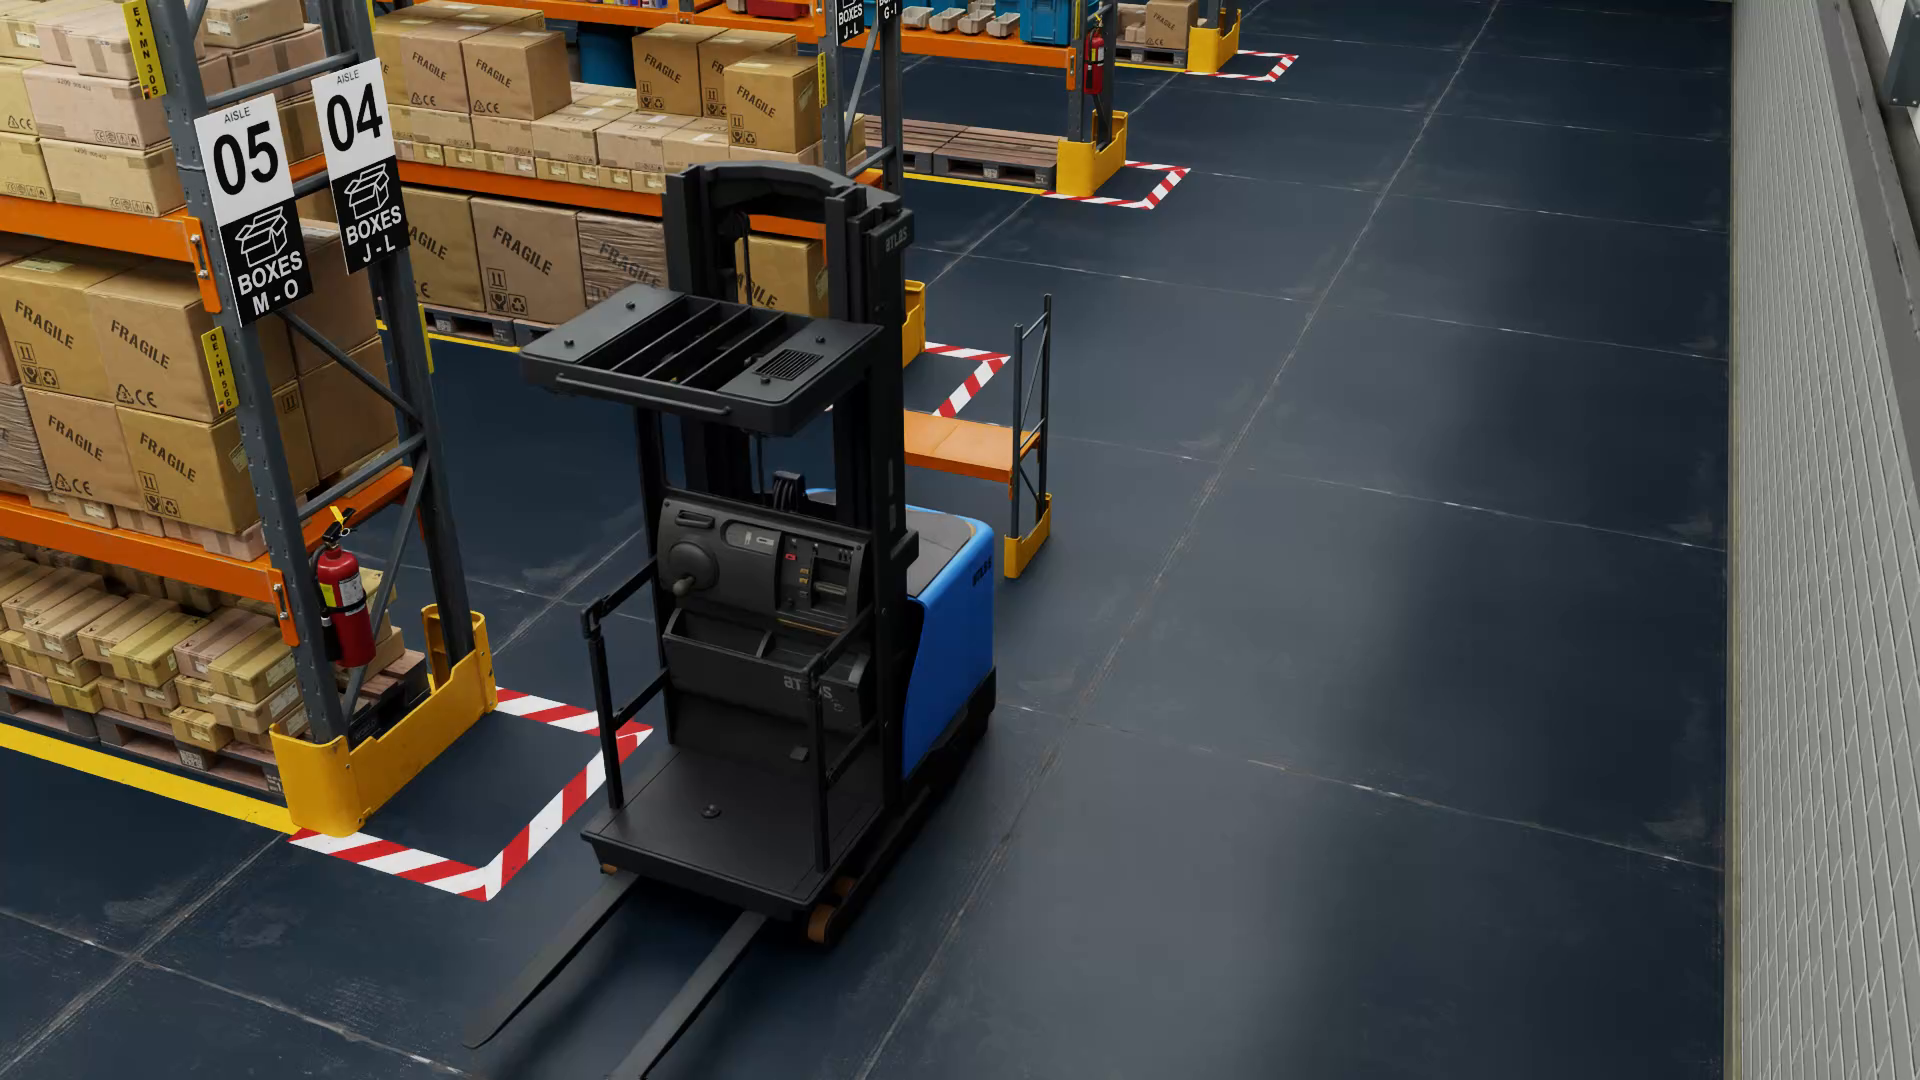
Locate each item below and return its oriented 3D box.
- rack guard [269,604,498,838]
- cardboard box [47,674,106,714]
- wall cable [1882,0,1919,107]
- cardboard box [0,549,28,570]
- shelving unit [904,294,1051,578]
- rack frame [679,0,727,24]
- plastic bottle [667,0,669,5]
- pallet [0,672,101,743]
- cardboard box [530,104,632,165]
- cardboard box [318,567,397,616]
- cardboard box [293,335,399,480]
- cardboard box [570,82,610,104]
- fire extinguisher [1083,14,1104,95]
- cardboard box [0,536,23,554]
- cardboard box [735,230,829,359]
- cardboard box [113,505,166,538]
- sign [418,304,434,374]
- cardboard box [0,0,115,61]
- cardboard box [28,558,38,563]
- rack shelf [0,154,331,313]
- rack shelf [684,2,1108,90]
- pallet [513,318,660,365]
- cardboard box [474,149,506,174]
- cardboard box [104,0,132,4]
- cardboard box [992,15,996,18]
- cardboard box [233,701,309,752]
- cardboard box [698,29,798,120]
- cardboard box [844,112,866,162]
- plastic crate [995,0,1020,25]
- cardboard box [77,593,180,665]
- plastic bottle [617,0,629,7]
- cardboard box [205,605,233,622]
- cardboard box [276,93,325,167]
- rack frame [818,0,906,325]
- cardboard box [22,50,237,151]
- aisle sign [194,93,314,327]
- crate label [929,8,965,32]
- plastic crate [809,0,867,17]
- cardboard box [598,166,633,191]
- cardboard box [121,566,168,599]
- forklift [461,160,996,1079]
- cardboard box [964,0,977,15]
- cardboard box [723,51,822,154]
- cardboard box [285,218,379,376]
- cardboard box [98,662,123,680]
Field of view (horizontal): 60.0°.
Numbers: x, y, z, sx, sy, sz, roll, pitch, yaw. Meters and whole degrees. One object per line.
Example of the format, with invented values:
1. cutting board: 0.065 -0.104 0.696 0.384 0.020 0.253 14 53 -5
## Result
1. rack guard: -2.665 0.820 7.792 0.348 0.500 1.175 11 31 19
2. cardboard box: -4.143 0.654 8.015 0.250 0.149 0.380 10 31 17
3. wall cable: 3.308 -3.892 4.221 0.120 5.999 2.277 11 31 19
4. cardboard box: -4.835 0.200 8.213 0.250 0.149 0.380 10 31 17
5. shelving unit: -0.071 -0.667 9.406 1.083 1.500 0.587 11 31 19
6. rack frame: -2.481 -5.496 16.424 0.127 3.000 1.000 11 31 19
7. plastic bottle: -2.938 -5.395 16.448 0.097 0.201 0.097 0 29 0
8. pallet: -4.531 0.553 8.558 1.213 0.211 1.003 11 31 19
9. cardboard box: -2.611 -2.813 11.528 0.500 0.250 0.500 11 31 19
10. cardboard box: -2.952 0.293 8.049 0.250 0.149 0.380 10 31 17
11. cardboard box: -2.907 -0.636 7.424 0.500 0.500 0.500 13 32 21
12. cardboard box: -2.881 -3.150 12.125 0.500 0.250 0.500 12 32 20
13. fire extinguisher: 1.195 -4.324 14.810 0.183 0.674 0.296 11 31 19
14. cardboard box: -4.892 -0.084 8.717 0.250 0.149 0.380 10 31 17
15. cardboard box: -1.259 -1.837 11.684 0.875 0.875 0.875 11 31 19
16. cardboard box: -3.457 -0.179 7.274 0.250 0.149 0.380 11 31 19
17. sign: -2.391 -0.879 7.376 0.005 0.325 0.100 11 31 19
18. cardboard box: -3.443 -1.951 6.344 0.250 0.149 0.380 10 31 18
19. cardboard box: -4.700 0.122 8.654 0.250 0.149 0.380 10 31 17
20. rack shelf: -4.448 -1.617 7.245 4.000 0.370 1.077 11 31 19
21. rack shelf: -0.627 -4.812 15.947 4.000 0.370 1.077 11 31 19
22. pallet: -2.533 -1.622 12.405 1.213 0.211 1.003 11 31 19
23. cardboard box: -3.224 -2.729 11.786 0.250 0.149 0.380 11 31 18
24. cardboard box: -3.263 -2.189 6.765 0.250 0.149 0.380 11 31 19
25. cardboard box: 0.498 -6.380 20.421 0.250 0.166 0.380 11 31 19
26. cardboard box: -3.161 0.802 7.754 0.250 0.149 0.380 12 32 20
27. cardboard box: -1.443 -3.192 11.437 0.500 0.500 0.500 11 31 18
28. cardboard box: -0.979 -2.773 11.458 0.500 0.250 0.500 10 31 18
29. plastic crate: 0.511 -5.026 15.703 0.300 0.233 0.416 11 31 19
30. cardboard box: -3.896 0.423 7.819 0.250 0.149 0.380 10 31 17
31. plastic bottle: -3.306 -5.435 16.443 0.135 0.276 0.152 11 31 19
32. cardboard box: -3.476 0.379 8.199 0.250 0.149 0.380 12 32 20
33. cardboard box: -2.915 -1.695 6.804 0.500 0.250 0.500 12 32 21
34. rack frame: -0.636 -2.497 11.120 0.127 3.000 1.000 11 31 19
35. cardboard box: -3.117 -1.682 6.273 0.500 0.250 0.500 10 31 18
36. aisle sign: -2.640 -1.236 6.246 0.004 0.787 0.394 11 31 19
37. crate label: -0.128 -4.836 15.464 0.243 0.136 0.396 11 31 19
38. plastic crate: -1.135 -5.104 15.790 0.530 0.282 0.437 11 31 19
39. cardboard box: -2.277 -2.540 11.450 0.250 0.149 0.380 11 31 19
40. cardboard box: -3.953 0.128 8.341 0.250 0.149 0.380 13 32 21
41. forklift: -0.892 0.140 6.523 1.130 2.935 3.031 12 32 21
42. cardboard box: 0.020 -6.881 20.968 0.500 0.500 0.500 11 31 19
43. cardboard box: -1.186 -2.858 10.846 0.500 0.500 0.500 12 32 20
44. cardboard box: -2.911 -1.067 7.169 0.500 0.500 0.500 11 31 19
45. cardboard box: -3.884 0.515 7.959 0.250 0.149 0.380 11 31 19
